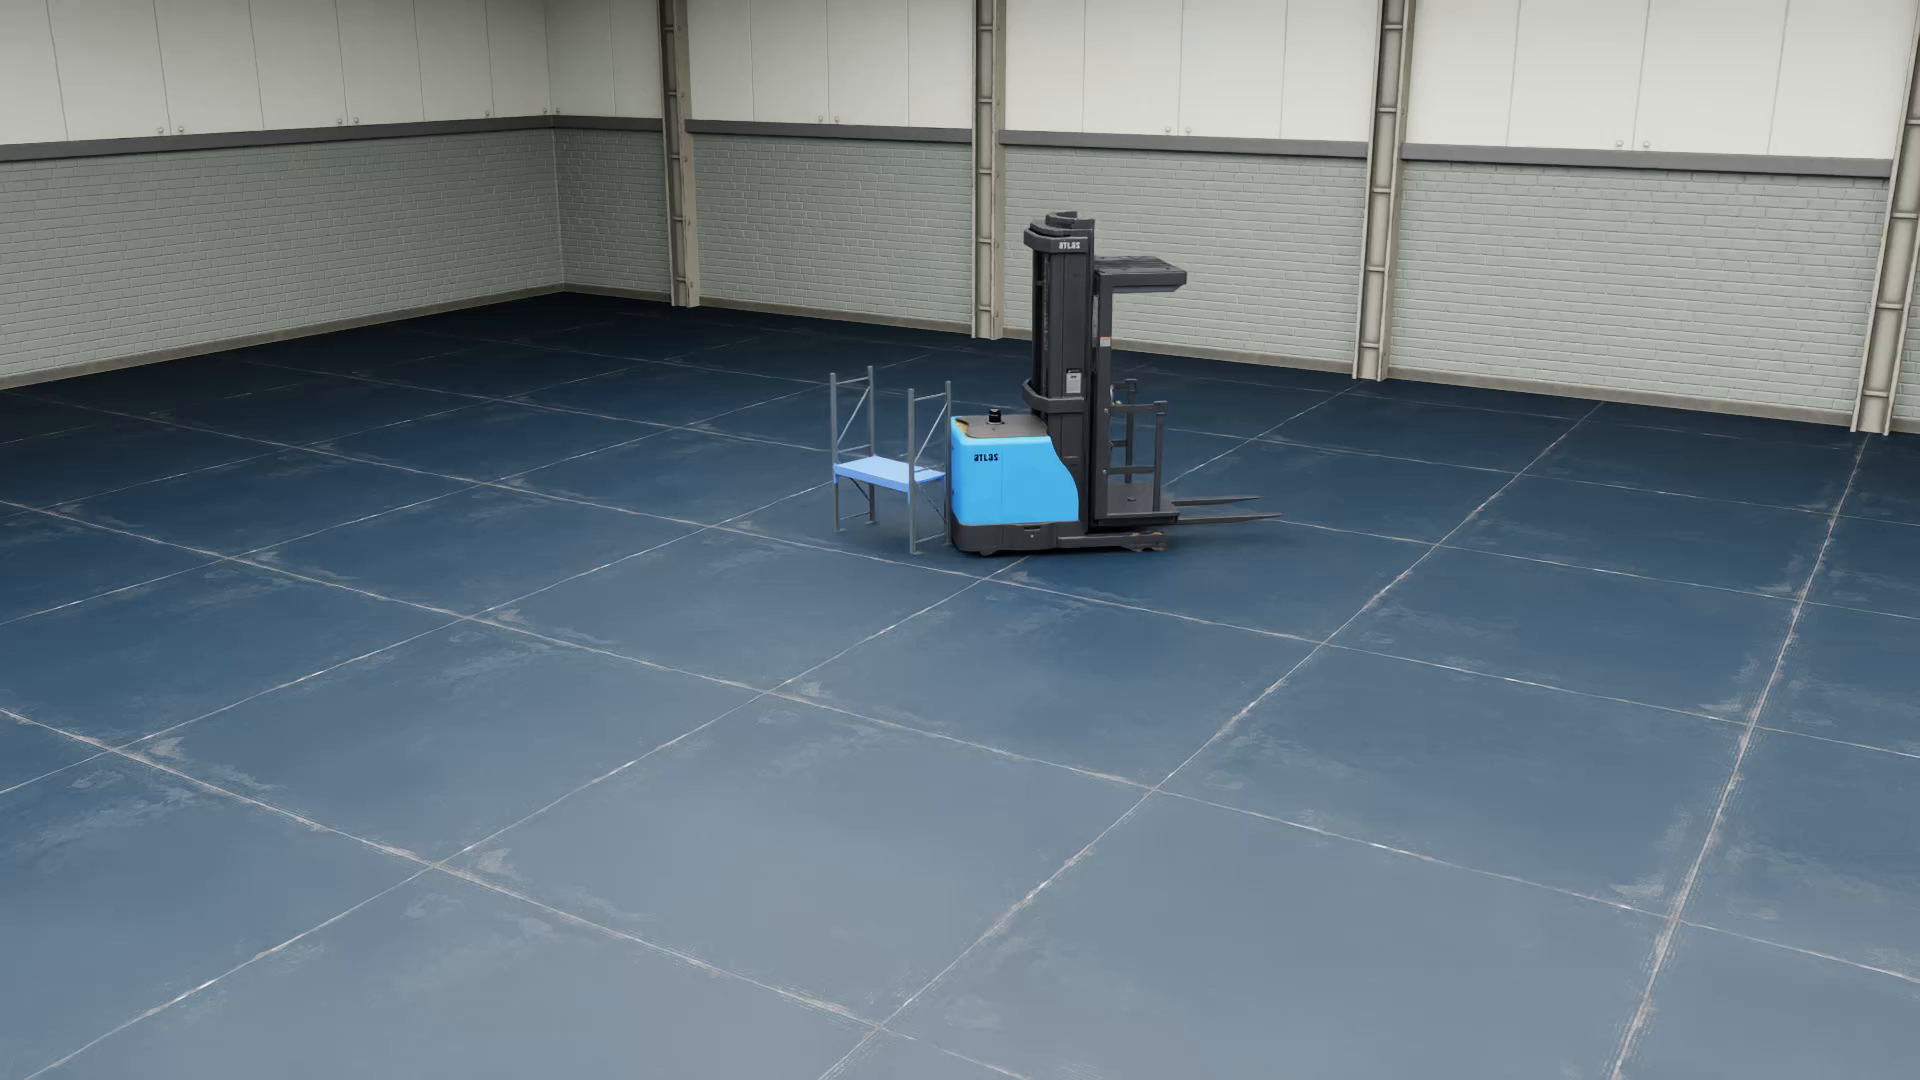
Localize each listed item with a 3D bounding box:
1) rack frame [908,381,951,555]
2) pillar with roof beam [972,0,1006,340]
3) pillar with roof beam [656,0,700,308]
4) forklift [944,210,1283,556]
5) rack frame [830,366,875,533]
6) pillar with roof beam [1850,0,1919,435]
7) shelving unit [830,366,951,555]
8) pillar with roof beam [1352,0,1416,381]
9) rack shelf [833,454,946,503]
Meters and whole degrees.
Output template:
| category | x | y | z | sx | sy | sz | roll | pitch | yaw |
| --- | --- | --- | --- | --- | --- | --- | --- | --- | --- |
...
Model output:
| category | x | y | z | sx | sy | sz | roll | pitch | yaw |
| --- | --- | --- | --- | --- | --- | --- | --- | --- | --- |
| rack frame | -0.264 | -0.635 | 14.760 | 0.032 | 1.500 | 0.500 | 16 | 23 | 42 |
| pillar with roof beam | -1.829 | -6.343 | 20.647 | 0.400 | 9.000 | 9.100 | 10 | 20 | 30 |
| pillar with roof beam | -6.942 | -7.255 | 23.652 | 0.400 | 9.000 | 9.100 | 10 | 20 | 30 |
| forklift | 1.416 | -1.445 | 14.964 | 3.031 | 2.935 | 1.130 | -3 | 17 | -9 |
| rack frame | -0.991 | -0.841 | 15.440 | 0.032 | 1.500 | 0.500 | 16 | 23 | 42 |
| pillar with roof beam | 8.396 | -4.517 | 14.638 | 0.400 | 9.000 | 9.100 | 10 | 20 | 30 |
| shelving unit | -0.628 | -0.738 | 15.100 | 1.048 | 1.500 | 0.538 | 16 | 23 | 42 |
| pillar with roof beam | 3.284 | -5.430 | 17.643 | 0.400 | 9.000 | 9.100 | 10 | 20 | 30 |
| rack shelf | -0.628 | -0.566 | 15.152 | 1.000 | 0.185 | 0.538 | 16 | 23 | 42 |
